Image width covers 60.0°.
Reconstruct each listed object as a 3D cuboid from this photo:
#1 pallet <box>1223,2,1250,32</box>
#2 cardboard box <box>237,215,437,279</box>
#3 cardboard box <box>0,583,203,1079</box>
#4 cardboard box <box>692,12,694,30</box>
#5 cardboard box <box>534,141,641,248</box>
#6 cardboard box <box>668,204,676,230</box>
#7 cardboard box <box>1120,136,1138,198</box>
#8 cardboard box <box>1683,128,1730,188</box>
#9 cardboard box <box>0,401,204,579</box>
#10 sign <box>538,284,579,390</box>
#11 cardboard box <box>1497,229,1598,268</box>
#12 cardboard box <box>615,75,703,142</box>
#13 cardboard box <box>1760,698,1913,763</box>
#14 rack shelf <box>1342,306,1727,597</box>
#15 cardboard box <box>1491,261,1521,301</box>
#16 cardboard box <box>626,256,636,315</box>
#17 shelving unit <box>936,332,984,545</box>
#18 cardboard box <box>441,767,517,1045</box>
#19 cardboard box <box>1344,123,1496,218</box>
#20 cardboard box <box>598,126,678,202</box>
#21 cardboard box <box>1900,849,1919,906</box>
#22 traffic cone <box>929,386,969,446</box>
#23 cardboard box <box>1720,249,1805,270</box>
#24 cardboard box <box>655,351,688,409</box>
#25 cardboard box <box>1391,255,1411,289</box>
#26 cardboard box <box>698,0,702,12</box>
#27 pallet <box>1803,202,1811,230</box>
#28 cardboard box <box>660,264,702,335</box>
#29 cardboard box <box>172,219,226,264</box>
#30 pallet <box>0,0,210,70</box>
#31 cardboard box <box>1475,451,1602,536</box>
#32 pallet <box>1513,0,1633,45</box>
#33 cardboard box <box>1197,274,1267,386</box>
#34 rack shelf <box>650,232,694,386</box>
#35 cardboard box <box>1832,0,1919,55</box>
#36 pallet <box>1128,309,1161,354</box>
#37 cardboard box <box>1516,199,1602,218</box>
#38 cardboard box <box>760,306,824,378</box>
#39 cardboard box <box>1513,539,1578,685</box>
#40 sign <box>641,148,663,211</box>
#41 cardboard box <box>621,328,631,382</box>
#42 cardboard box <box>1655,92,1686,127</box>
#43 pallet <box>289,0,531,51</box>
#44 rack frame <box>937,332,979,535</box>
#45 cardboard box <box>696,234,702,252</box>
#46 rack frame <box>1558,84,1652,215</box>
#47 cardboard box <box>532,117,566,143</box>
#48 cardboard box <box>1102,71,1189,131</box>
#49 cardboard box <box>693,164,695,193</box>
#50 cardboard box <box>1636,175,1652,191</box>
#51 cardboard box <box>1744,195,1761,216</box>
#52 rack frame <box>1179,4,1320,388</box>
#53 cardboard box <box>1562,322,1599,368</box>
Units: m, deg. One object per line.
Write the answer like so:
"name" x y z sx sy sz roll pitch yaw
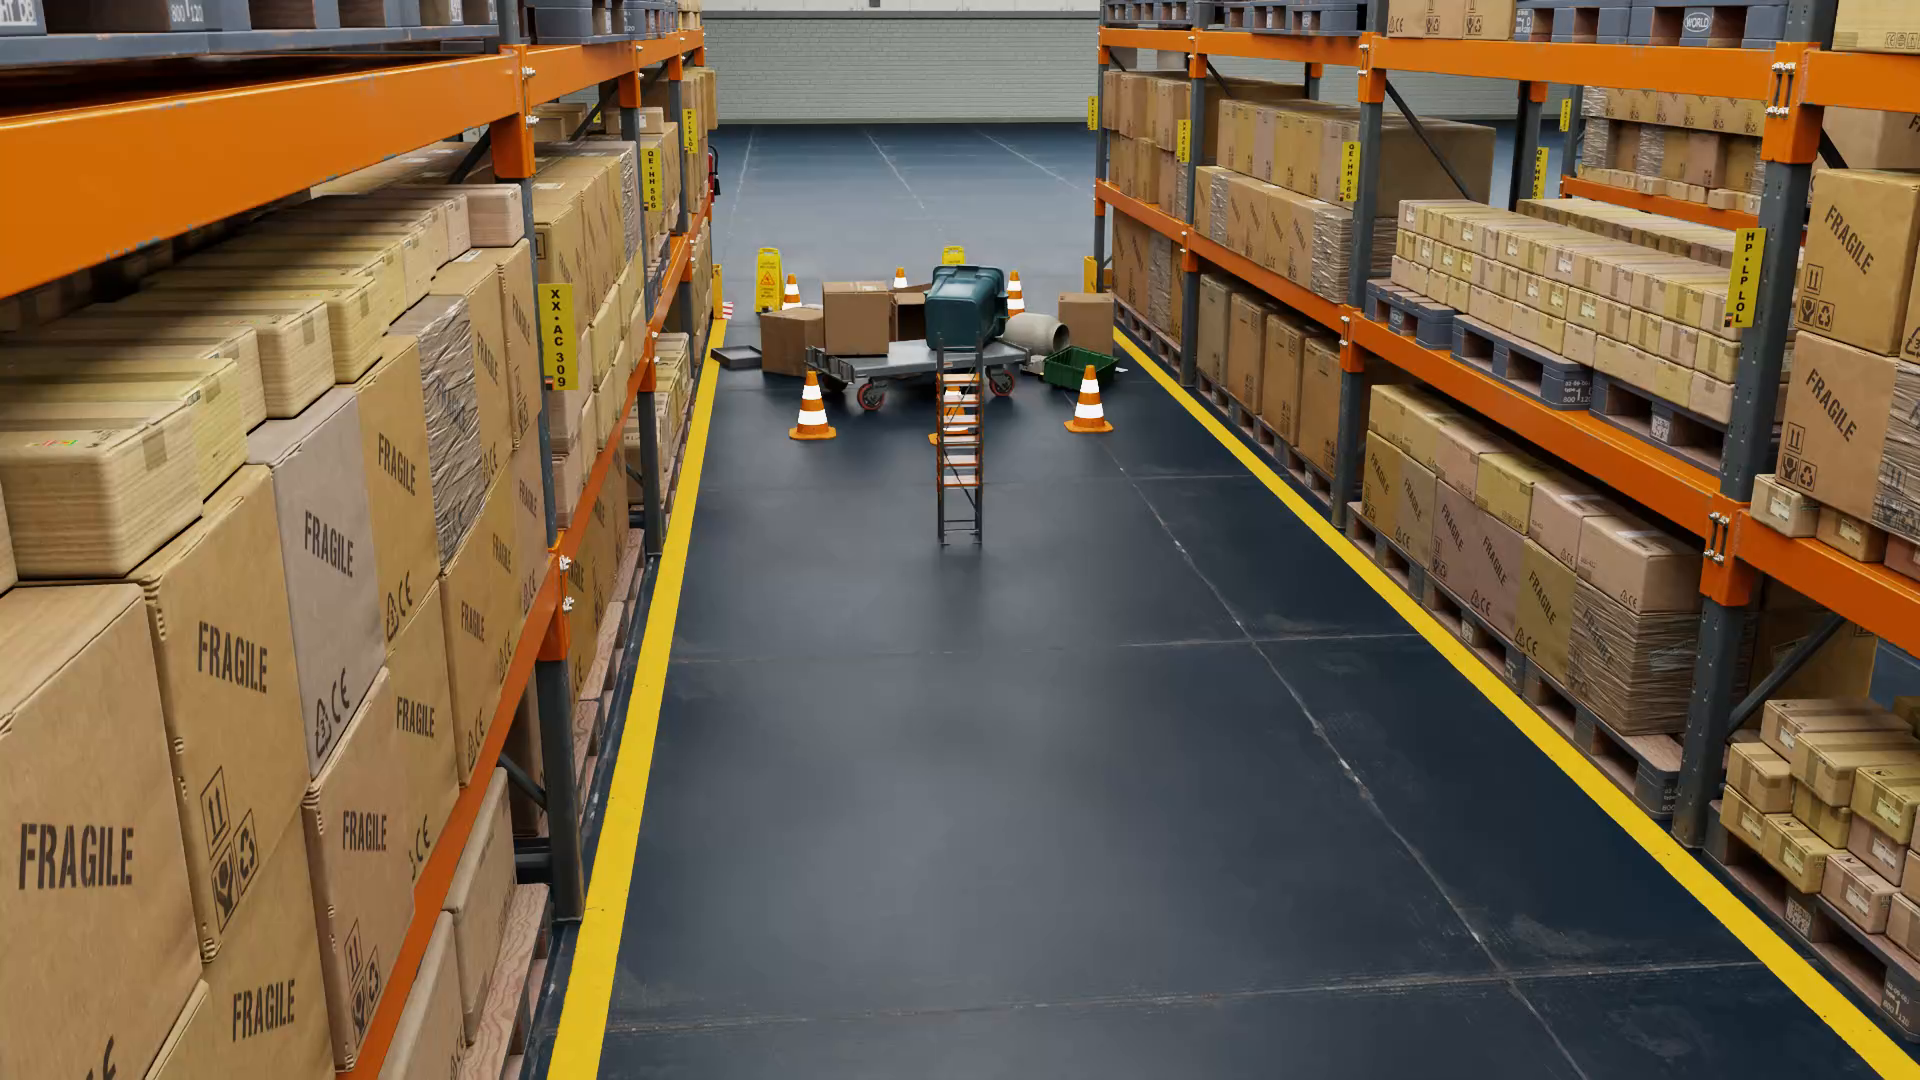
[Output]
"pallet" 2.460 -3.782 12.027 0.805 0.209 1.217 -2 18 -8
"cardboard box" -1.444 -0.668 3.878 0.380 0.149 0.250 -2 18 -6
"cardboard box" -1.125 0.368 1.661 0.500 0.500 0.500 -2 18 -7
"cardboard box" -2.491 -4.480 14.350 0.380 0.149 0.250 -2 18 -6
"cardboard box" -1.871 -1.718 8.304 0.500 0.500 0.500 -2 18 -7
"cardboard box" -2.167 -2.236 11.509 0.380 0.149 0.250 -2 18 -5
"cardboard box" 1.999 -3.534 15.675 0.875 0.550 0.550 -2 18 -6
"cardboard box" 7.107 -3.458 15.021 0.875 0.500 0.500 -2 18 -6
"cardboard box" -1.131 -0.061 1.944 0.380 0.149 0.250 -1 17 -4
"sign" -1.220 -0.616 5.052 0.100 0.325 0.005 -2 18 -6
"cardboard box" 2.721 -1.351 7.698 0.380 0.149 0.250 -1 17 -4
"cardboard box" -2.457 -3.488 13.446 0.700 0.500 0.500 -2 18 -5
"cardboard box" 2.971 0.655 5.649 0.380 0.149 0.250 -1 17 -3
"rack shelf" 2.935 -0.583 7.727 1.077 0.370 4.000 -2 18 -6
"cardboard box" 2.714 -1.210 7.747 0.380 0.149 0.250 -2 18 -6
"cardboard box" -1.825 -1.217 7.961 0.500 0.250 0.500 -2 18 -7
"shelving unit" -0.002 -0.577 9.511 0.258 1.200 0.189 -2 18 -6
"cardboard box" -1.814 1.065 4.852 0.875 0.438 0.875 -2 18 -6
"cardboard box" 2.693 -2.181 9.779 0.700 0.500 0.500 -2 18 -6
"cardboard box" -2.268 -2.642 11.721 0.500 0.500 0.500 -2 18 -5
"cardboard box" 3.062 1.030 4.949 0.380 0.149 0.250 -3 18 -8
"traffic cone" -0.052 -0.939 11.894 0.336 0.463 0.334 -2 18 -6
"cardboard box" 3.450 -1.136 7.013 0.380 0.149 0.250 -2 18 -6
"cardboard box" -2.463 -1.107 11.881 0.950 0.372 0.625 -1 17 -2
"cardboard box" 2.574 -1.463 9.047 0.380 0.149 0.250 -2 18 -6
"cardboard box" -2.688 -5.080 15.595 0.500 0.250 0.500 -2 18 -6
"pallet" 7.195 -2.513 12.994 1.003 0.211 1.213 -2 18 -6
"cardboard box" -2.389 -1.961 13.553 0.500 0.500 0.500 -1 17 -3
"cardboard box" -1.922 -0.653 3.829 0.380 0.149 0.250 -2 18 -6
"pallet" -1.446 -0.565 1.609 1.003 0.211 1.213 -2 18 -6
"cardboard box" 2.705 -0.220 7.591 0.500 0.250 0.500 -3 18 -8
"pallet" 3.074 -2.168 6.880 1.213 0.211 1.003 -2 18 -6
"cardboard box" 2.470 -1.658 13.007 1.050 0.750 0.750 -2 18 -6
"rack shelf" -2.390 -1.591 10.940 1.077 0.370 4.000 -2 18 -6
"cardboard box" 2.927 -1.544 4.829 0.500 0.250 0.500 -1 17 -3
"pallet" 2.187 -1.976 15.620 1.003 0.211 1.213 -2 18 -6
"cardboard box" 3.236 -1.754 8.982 0.380 0.149 0.250 -2 18 -8
"cardboard box" -1.354 -1.700 14.255 0.500 0.500 0.500 11 21 32
"cardboard box" 2.762 0.297 7.197 0.500 0.500 0.500 -2 18 -7
"sign" -1.632 -1.909 8.818 0.100 0.325 0.005 -2 18 -6
"cardboard box" -1.769 -0.822 7.539 0.500 0.250 0.500 -2 18 -6
"cardboard box" 6.789 -4.076 15.319 0.500 0.500 0.500 -2 18 -6
"pallet" -1.915 -1.759 5.582 0.805 0.209 1.217 -2 18 -8
"rack frame" -0.011 -0.604 9.598 0.240 1.200 0.006 -2 18 -6
"cardboard box" -2.428 -2.543 14.323 0.380 0.149 0.250 -1 17 -2
"rack frame" 6.848 -4.028 17.501 1.000 3.000 0.127 -2 18 -6
"cardboard box" -2.633 -2.517 10.239 0.380 0.149 0.250 -3 18 -8
"cardboard box" 1.904 -4.380 16.569 0.875 0.550 0.550 -2 18 -6
"cardboard box" -2.440 -3.009 13.589 0.500 0.500 0.500 -2 18 -6
"cardboard box" 6.776 -3.444 16.059 0.380 0.149 0.250 -2 18 -6
"cardboard box" 6.930 -2.847 14.156 0.380 0.149 0.250 -2 18 -6
"rack frame" 2.317 -2.714 13.313 1.000 3.000 0.127 -2 18 -6
"cardboard box" 2.793 -0.832 7.037 0.380 0.149 0.250 -3 18 -8
